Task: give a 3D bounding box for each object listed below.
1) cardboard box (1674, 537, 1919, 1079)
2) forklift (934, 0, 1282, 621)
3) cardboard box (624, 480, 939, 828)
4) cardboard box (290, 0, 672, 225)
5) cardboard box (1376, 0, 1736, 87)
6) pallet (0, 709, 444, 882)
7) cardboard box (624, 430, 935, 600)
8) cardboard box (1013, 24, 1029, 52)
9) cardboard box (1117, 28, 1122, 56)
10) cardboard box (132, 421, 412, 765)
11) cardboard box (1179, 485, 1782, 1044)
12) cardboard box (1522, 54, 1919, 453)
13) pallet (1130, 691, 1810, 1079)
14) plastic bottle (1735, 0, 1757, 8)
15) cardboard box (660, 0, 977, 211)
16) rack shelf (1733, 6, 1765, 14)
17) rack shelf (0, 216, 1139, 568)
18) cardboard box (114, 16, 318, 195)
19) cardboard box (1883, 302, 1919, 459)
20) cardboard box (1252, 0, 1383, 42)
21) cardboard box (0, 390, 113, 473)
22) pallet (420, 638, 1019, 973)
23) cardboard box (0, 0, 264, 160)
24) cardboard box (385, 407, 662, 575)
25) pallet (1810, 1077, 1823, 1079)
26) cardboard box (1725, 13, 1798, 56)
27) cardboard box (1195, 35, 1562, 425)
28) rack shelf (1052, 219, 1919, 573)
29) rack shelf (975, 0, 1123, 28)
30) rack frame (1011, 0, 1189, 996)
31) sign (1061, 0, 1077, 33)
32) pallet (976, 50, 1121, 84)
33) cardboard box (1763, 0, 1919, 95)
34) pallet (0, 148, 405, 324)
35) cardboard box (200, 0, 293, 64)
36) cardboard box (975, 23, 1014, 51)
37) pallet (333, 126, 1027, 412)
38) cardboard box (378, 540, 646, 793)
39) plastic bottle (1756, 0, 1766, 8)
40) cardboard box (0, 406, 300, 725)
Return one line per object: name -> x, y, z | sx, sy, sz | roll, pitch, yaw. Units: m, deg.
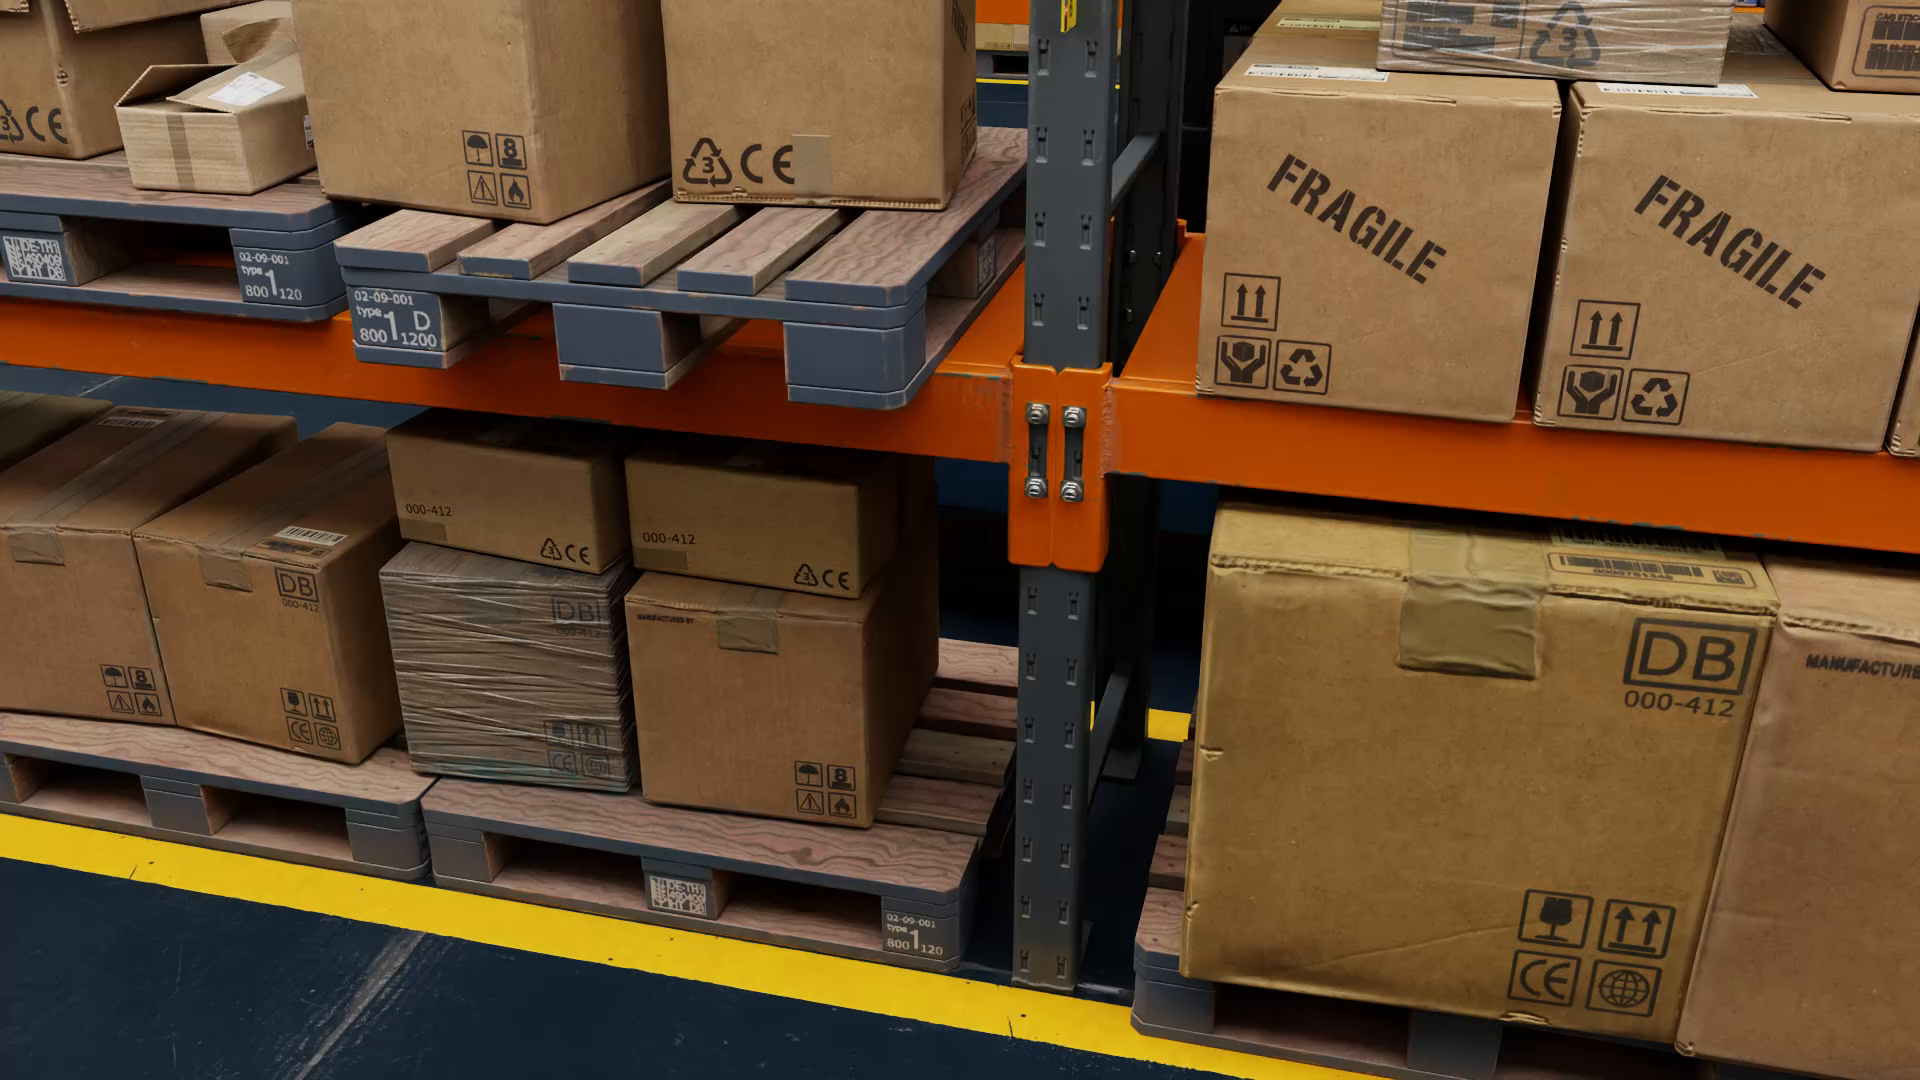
cardboard box -> 1.814, 0.296, 3.123 | 0.875, 0.875, 1.225 | 6, 26, 13
forklift -> 1.304, -1.206, 4.374 | 3.031, 2.935, 1.130 | 7, 26, 14
cardboard box -> -0.364, 0.211, 3.713 | 0.500, 0.500, 0.700 | 5, 26, 10
cardboard box -> -0.809, -0.949, 3.150 | 0.500, 0.500, 0.700 | 10, 27, 21
cardboard box -> 0.994, -1.068, 2.721 | 0.637, 0.503, 0.797 | 7, 26, 15
pallet -> -1.645, 0.388, 4.189 | 1.213, 0.211, 1.003 | 6, 26, 13
cardboard box -> -0.367, -0.123, 3.543 | 0.500, 0.250, 0.500 | 7, 26, 15
cardboard box -> 0.705, -3.845, 12.546 | 0.500, 0.250, 0.500 | 7, 26, 14
cardboard box -> 1.204, -3.791, 12.433 | 0.500, 0.250, 0.500 | 7, 26, 14
cardboard box -> -1.455, 0.099, 3.948 | 0.500, 0.500, 0.700 | 9, 27, 17
cardboard box -> 0.953, 0.197, 3.330 | 0.875, 0.875, 1.225 | 5, 26, 11
cardboard box -> 1.193, -0.481, 2.654 | 0.500, 0.500, 0.500 | 6, 26, 12
pallet -> 1.035, 0.720, 3.493 | 1.213, 0.211, 1.003 | 6, 26, 13
plastic bottle -> 3.205, -2.332, 6.803 | 0.135, 0.276, 0.152 | 6, 26, 13
cardboard box -> -0.243, -0.931, 3.112 | 0.500, 0.500, 0.500 | 3, 26, 7
rack shelf -> 3.460, -2.178, 7.173 | 4.000, 0.370, 1.077 | 6, 26, 13
rack shelf -> -1.647, -0.545, 3.741 | 4.000, 0.370, 1.077 | 6, 26, 13
cardboard box -> -1.393, -0.850, 3.214 | 0.258, 0.266, 0.396 | 6, 26, 12
cardboard box -> 1.690, -0.427, 2.542 | 0.500, 0.500, 0.500 | 6, 26, 12
cardboard box -> 0.829, -0.751, 3.221 | 0.500, 0.500, 0.500 | 7, 26, 15
cardboard box -> -2.538, -0.020, 4.198 | 0.500, 0.500, 0.700 | 6, 26, 13
pallet -> -0.467, 0.520, 3.913 | 1.213, 0.211, 1.003 | 6, 26, 13
cardboard box -> -1.882, -1.173, 3.615 | 0.637, 0.503, 0.797 | 9, 27, 18
cardboard box -> -0.883, -0.176, 3.653 | 0.500, 0.250, 0.500 | 9, 27, 19
pallet -> 2.212, 0.851, 3.217 | 1.213, 0.211, 1.003 | 6, 26, 13
cardboard box -> 1.311, -0.695, 3.104 | 0.500, 0.500, 0.500 | 6, 26, 13
cardboard box -> 0.693, -0.535, 2.768 | 0.500, 0.500, 0.500 | 7, 26, 15
rack shelf -> 2.227, -0.116, 2.842 | 4.000, 0.370, 1.077 | 6, 26, 13
rack shelf -> -0.414, -2.607, 8.072 | 4.000, 0.370, 1.077 | 6, 26, 13
rack frame -> 0.290, -0.655, 3.137 | 0.127, 3.000, 1.000 | 6, 26, 13
sign -> 0.164, -0.915, 2.428 | 0.005, 0.325, 0.100 | 6, 26, 13
pallet -> 0.795, -3.756, 12.893 | 1.213, 0.211, 1.003 | 6, 26, 13
cardboard box -> 1.624, -0.997, 2.572 | 0.637, 0.503, 0.797 | 7, 26, 14
pallet -> -1.638, -0.764, 3.587 | 1.213, 0.211, 1.003 | 6, 26, 13
cardboard box -> -1.276, -1.052, 3.657 | 0.500, 0.250, 0.500 | 6, 26, 12
cardboard box -> 0.213, -3.899, 12.661 | 0.500, 0.250, 0.500 | 6, 26, 11
pallet -> -0.427, -0.601, 3.245 | 1.003, 0.211, 1.213 | 6, 26, 13
cardboard box -> -0.905, 0.157, 3.826 | 0.500, 0.500, 0.700 | 4, 26, 9
plastic bottle -> 3.359, -2.347, 6.747 | 0.185, 0.351, 0.144 | 6, 26, 13
cardboard box -> -1.996, 0.040, 4.073 | 0.500, 0.500, 0.700 | 4, 26, 9
